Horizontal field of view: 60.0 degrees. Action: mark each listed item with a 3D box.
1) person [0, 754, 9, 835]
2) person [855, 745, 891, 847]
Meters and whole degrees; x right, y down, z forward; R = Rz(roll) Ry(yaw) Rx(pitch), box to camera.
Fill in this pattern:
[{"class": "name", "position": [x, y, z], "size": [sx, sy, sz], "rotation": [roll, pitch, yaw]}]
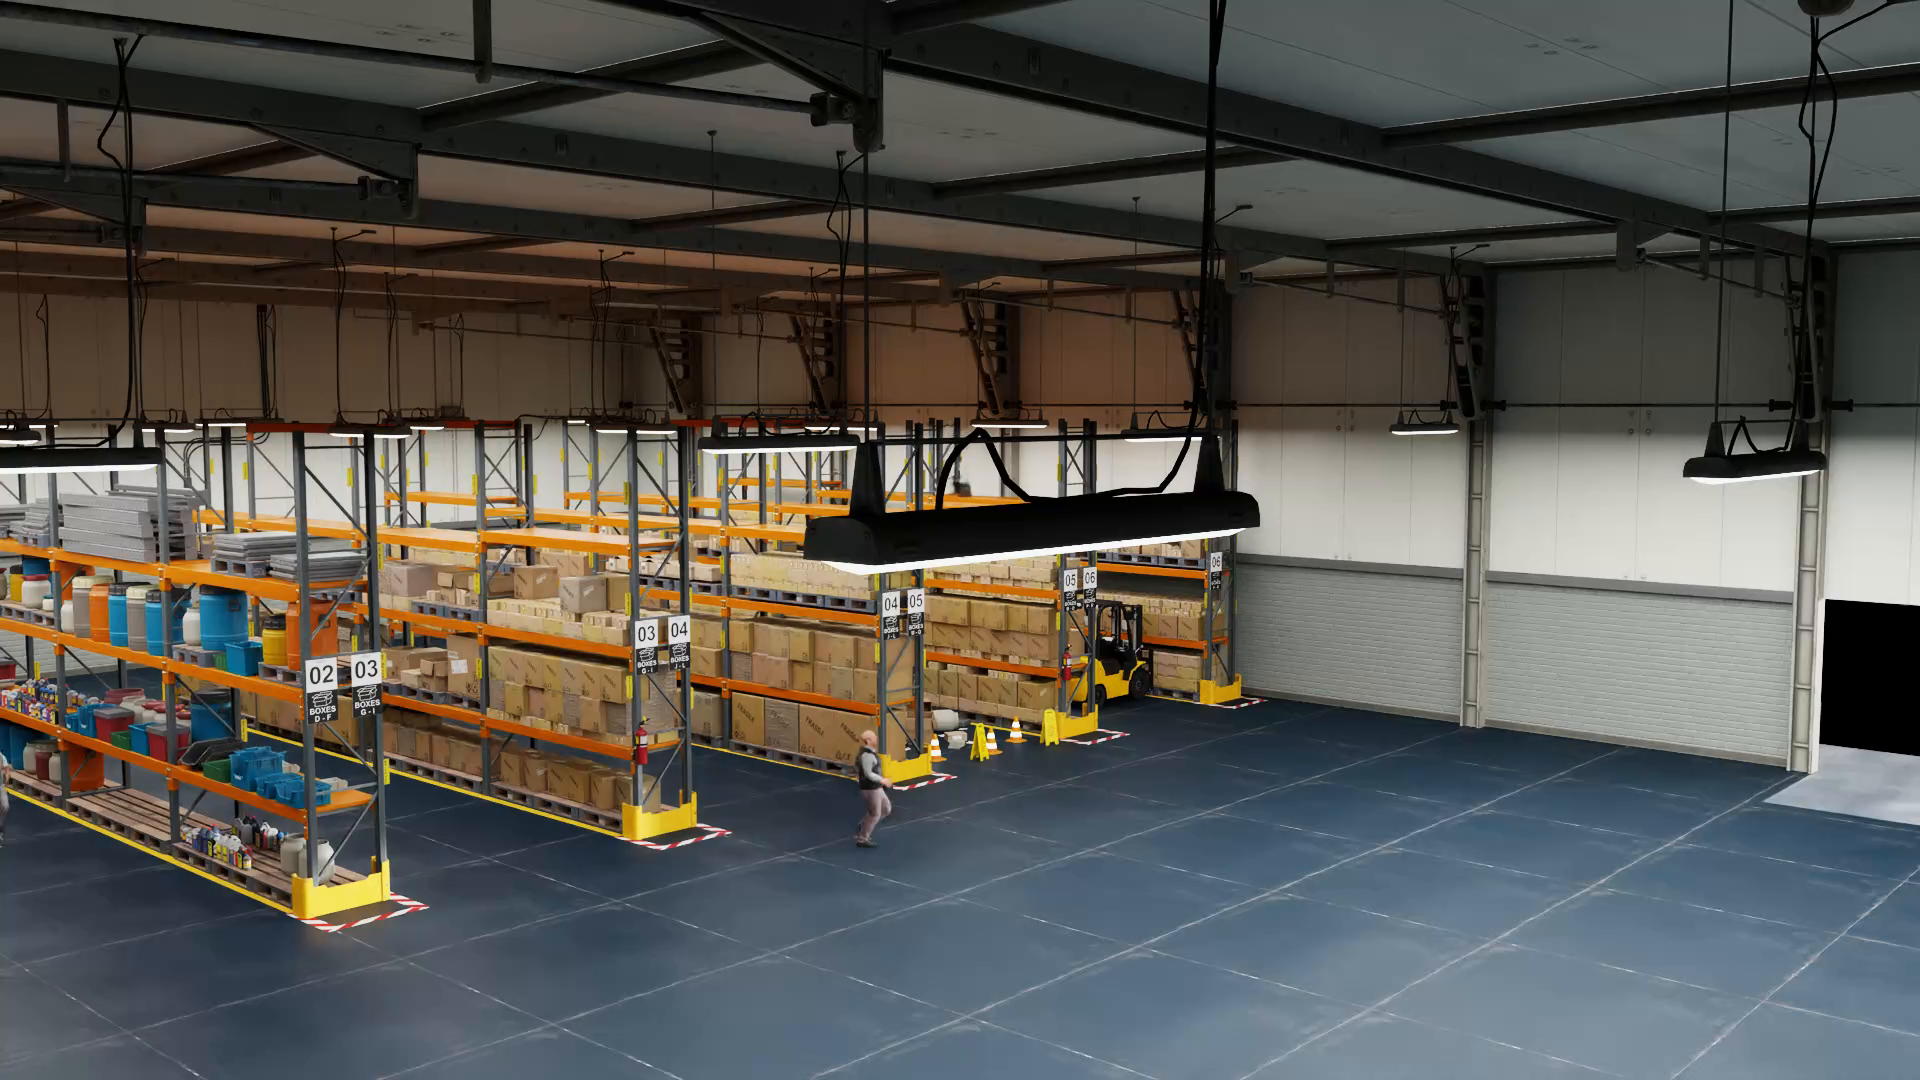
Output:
[{"class": "person", "position": [-13.903, 3.613, 23.811], "size": [0.714, 1.232, 0.360], "rotation": [4, 6, 41]}, {"class": "person", "position": [-10.664, 3.227, 29.107], "size": [18.362, 1.456, 12.683], "rotation": [0, 5, -5]}]
